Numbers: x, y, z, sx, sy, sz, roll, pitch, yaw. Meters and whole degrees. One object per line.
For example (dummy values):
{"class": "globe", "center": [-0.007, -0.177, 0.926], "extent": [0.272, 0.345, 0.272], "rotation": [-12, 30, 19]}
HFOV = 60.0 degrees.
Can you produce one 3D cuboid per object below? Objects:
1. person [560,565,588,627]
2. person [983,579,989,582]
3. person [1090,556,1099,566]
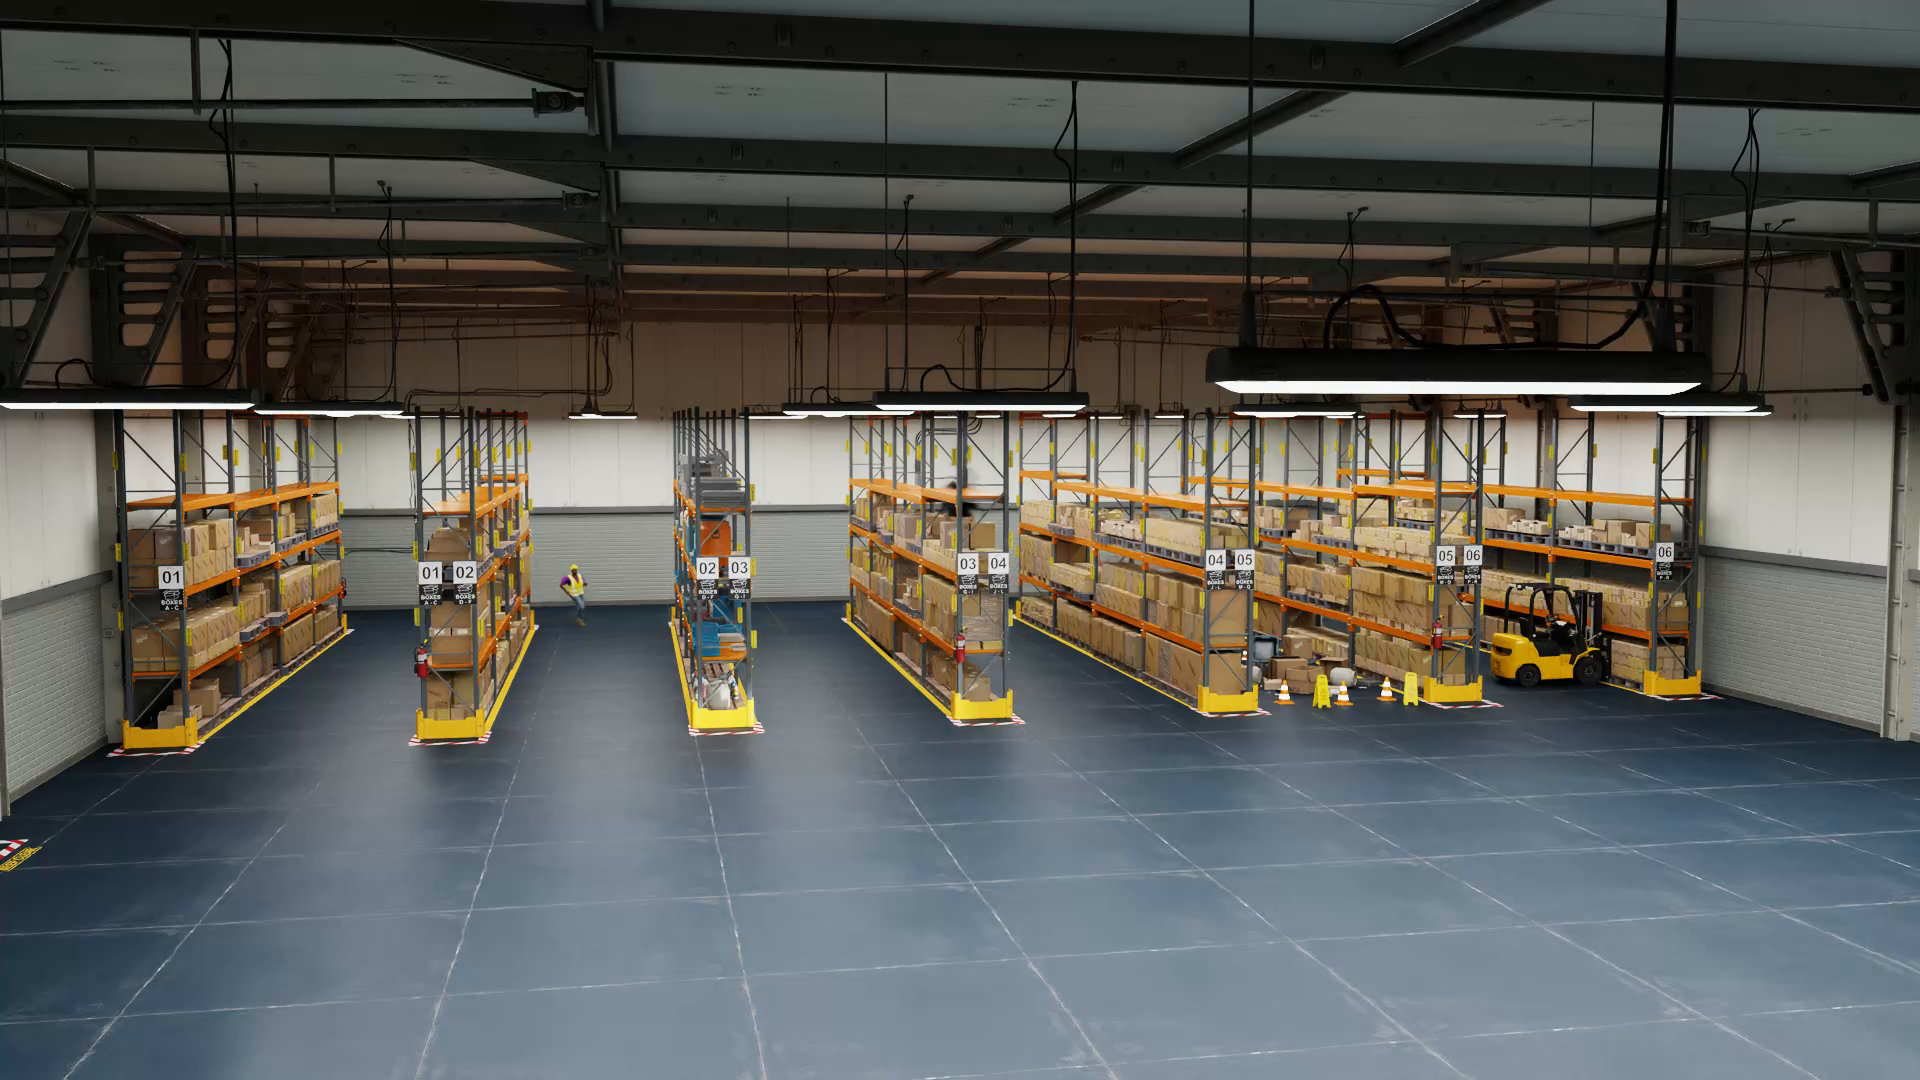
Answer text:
{"class": "person", "center": [-10.720, 1.570, 46.457], "extent": [0.690, 1.770, 0.702], "rotation": [3, 5, 35]}
{"class": "person", "center": [0.608, 1.445, 49.244], "extent": [0.778, 1.589, 0.732], "rotation": [-3, 5, -34]}
{"class": "person", "center": [4.043, 1.293, 50.305], "extent": [0.910, 1.747, 0.647], "rotation": [0, 4, -5]}
